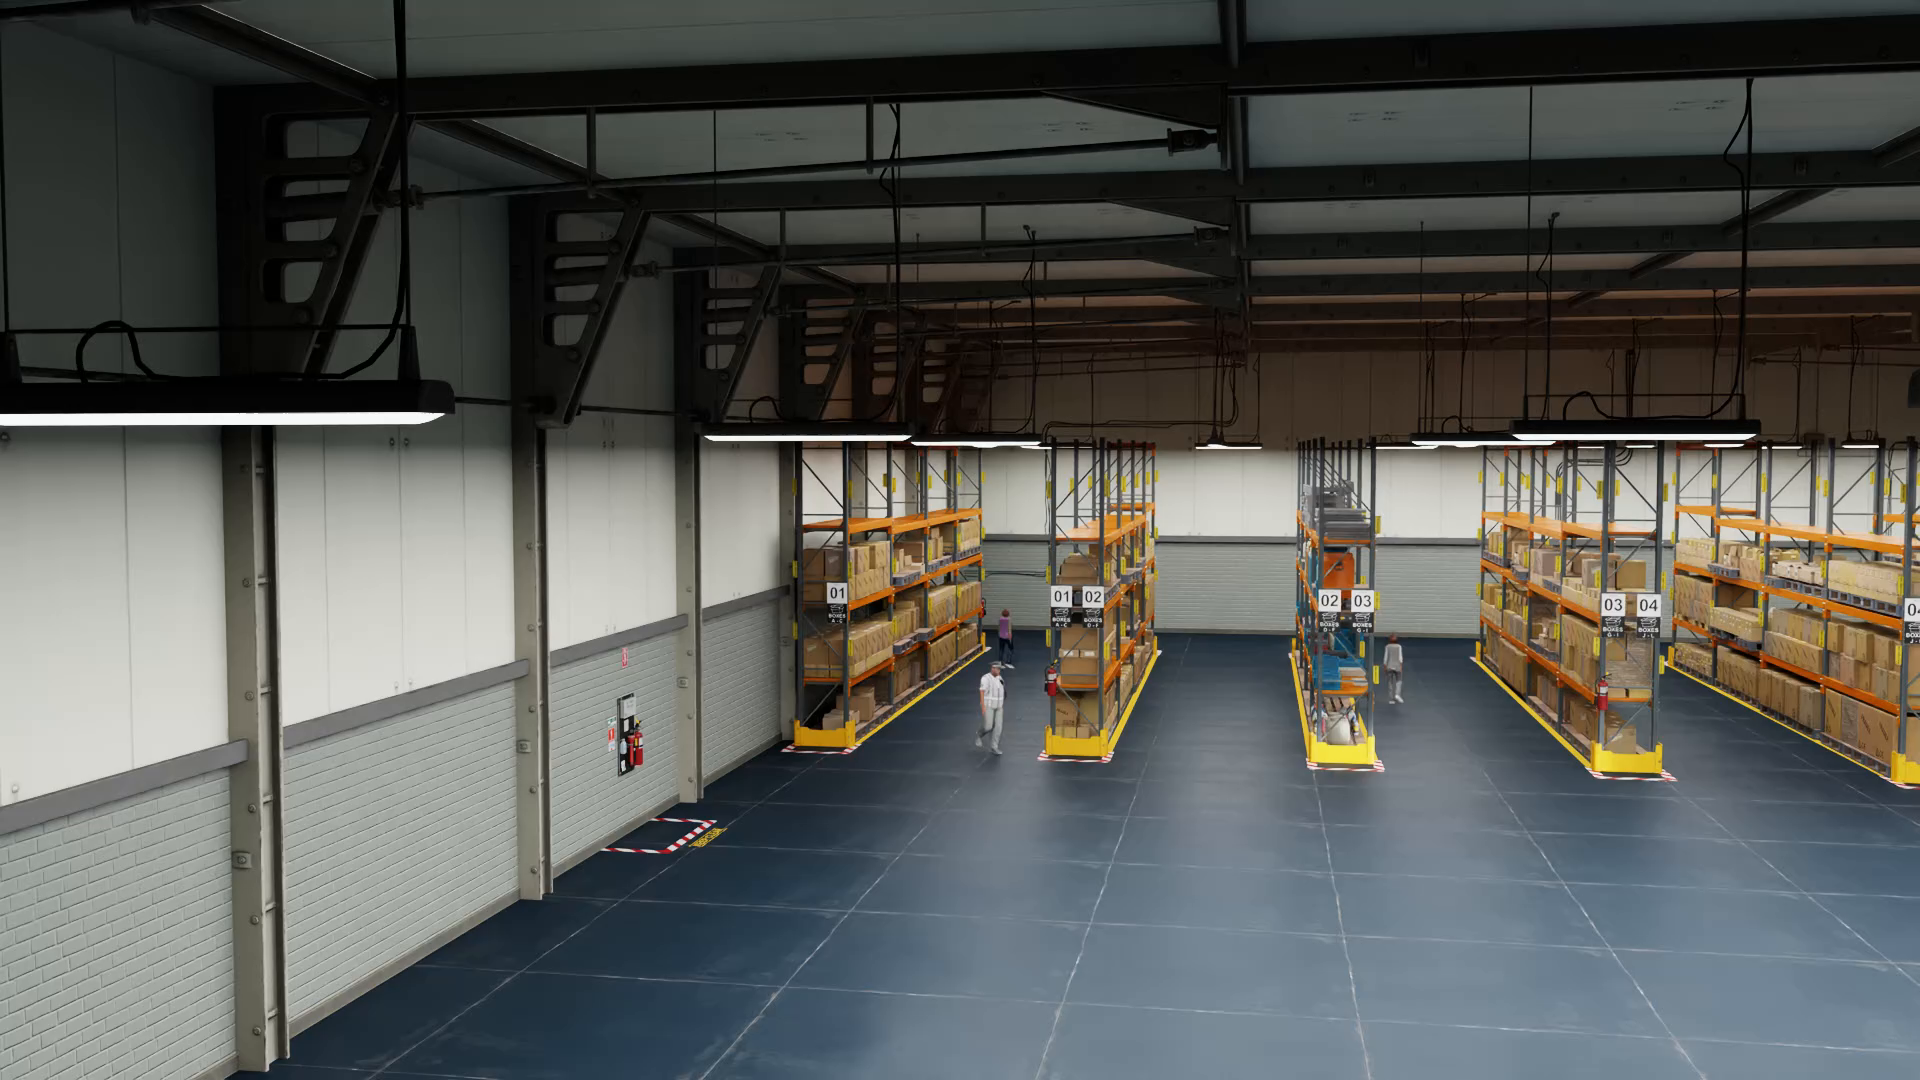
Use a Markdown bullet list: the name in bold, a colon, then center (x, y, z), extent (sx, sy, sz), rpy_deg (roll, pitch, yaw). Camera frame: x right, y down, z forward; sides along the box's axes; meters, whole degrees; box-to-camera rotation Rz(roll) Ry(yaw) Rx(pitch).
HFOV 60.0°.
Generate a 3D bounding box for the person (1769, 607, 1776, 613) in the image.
- **person**: center (20.795, 2.601, 42.409), extent (0.557, 1.772, 0.537), rpy_deg (1, 3, 12)

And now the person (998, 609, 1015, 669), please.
- **person**: center (1.161, 2.616, 43.858), extent (0.449, 1.609, 0.514), rpy_deg (2, 4, 33)

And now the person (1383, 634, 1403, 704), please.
- **person**: center (9.839, 2.933, 37.752), extent (0.446, 1.583, 0.400), rpy_deg (1, 3, 16)

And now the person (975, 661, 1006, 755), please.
- **person**: center (0.595, 3.178, 31.612), extent (0.567, 1.747, 0.629), rpy_deg (-2, 4, -37)
